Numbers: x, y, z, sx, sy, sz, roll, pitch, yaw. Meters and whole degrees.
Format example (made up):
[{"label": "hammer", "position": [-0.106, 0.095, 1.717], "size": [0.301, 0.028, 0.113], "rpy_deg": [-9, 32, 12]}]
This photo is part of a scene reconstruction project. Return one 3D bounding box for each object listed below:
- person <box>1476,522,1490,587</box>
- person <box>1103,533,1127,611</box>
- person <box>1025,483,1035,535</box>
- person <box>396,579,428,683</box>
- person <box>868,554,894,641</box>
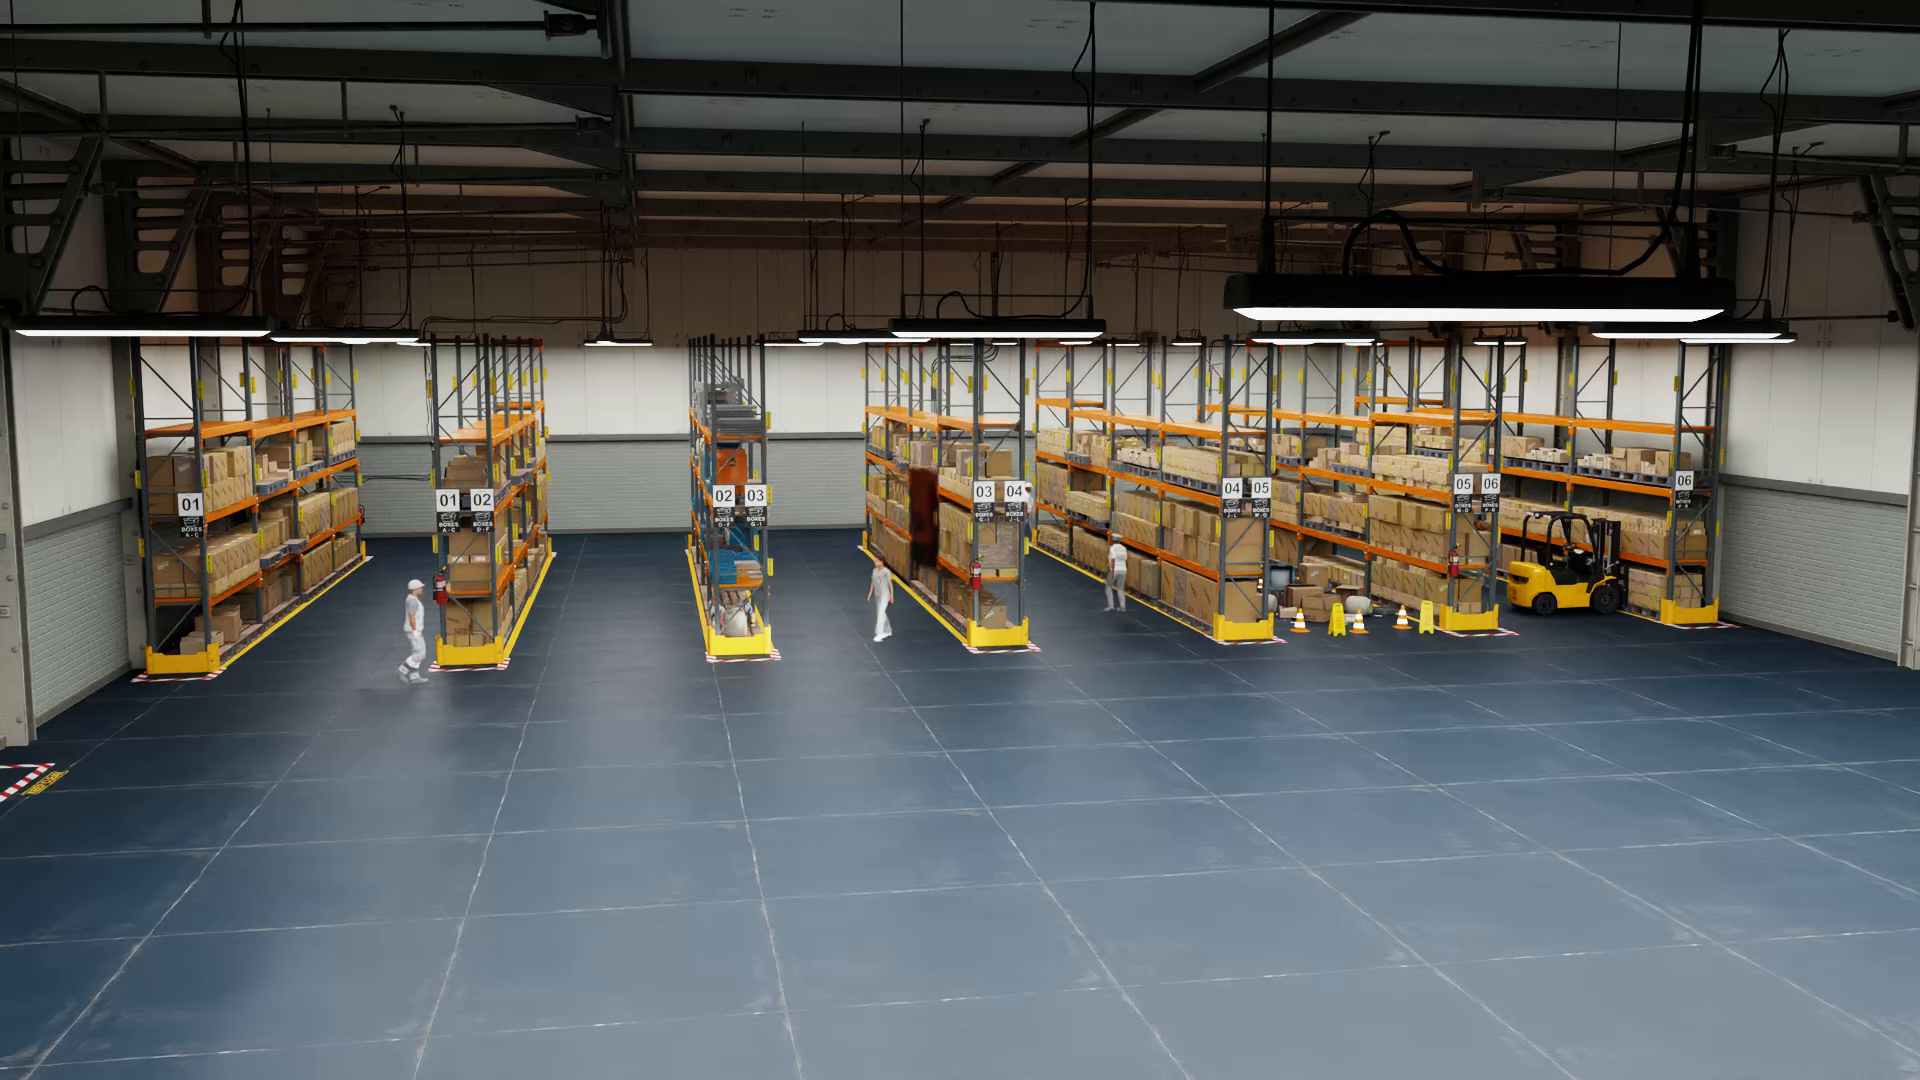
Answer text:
[{"label": "person", "position": [12.656, 0.371, 40.005], "size": [0.407, 1.616, 0.627], "rpy_deg": [-3, 7, -25]}, {"label": "person", "position": [3.307, 0.705, 34.691], "size": [0.462, 1.655, 0.618], "rpy_deg": [-2, 7, -19]}, {"label": "person", "position": [2.080, -0.846, 49.656], "size": [0.794, 1.750, 0.646], "rpy_deg": [-1, 7, -11]}, {"label": "person", "position": [-9.376, 1.571, 28.389], "size": [0.511, 1.788, 0.574], "rpy_deg": [-2, 7, -14]}, {"label": "person", "position": [-1.594, 1.125, 32.909], "size": [0.716, 1.668, 0.562], "rpy_deg": [-6, 9, -43]}]
